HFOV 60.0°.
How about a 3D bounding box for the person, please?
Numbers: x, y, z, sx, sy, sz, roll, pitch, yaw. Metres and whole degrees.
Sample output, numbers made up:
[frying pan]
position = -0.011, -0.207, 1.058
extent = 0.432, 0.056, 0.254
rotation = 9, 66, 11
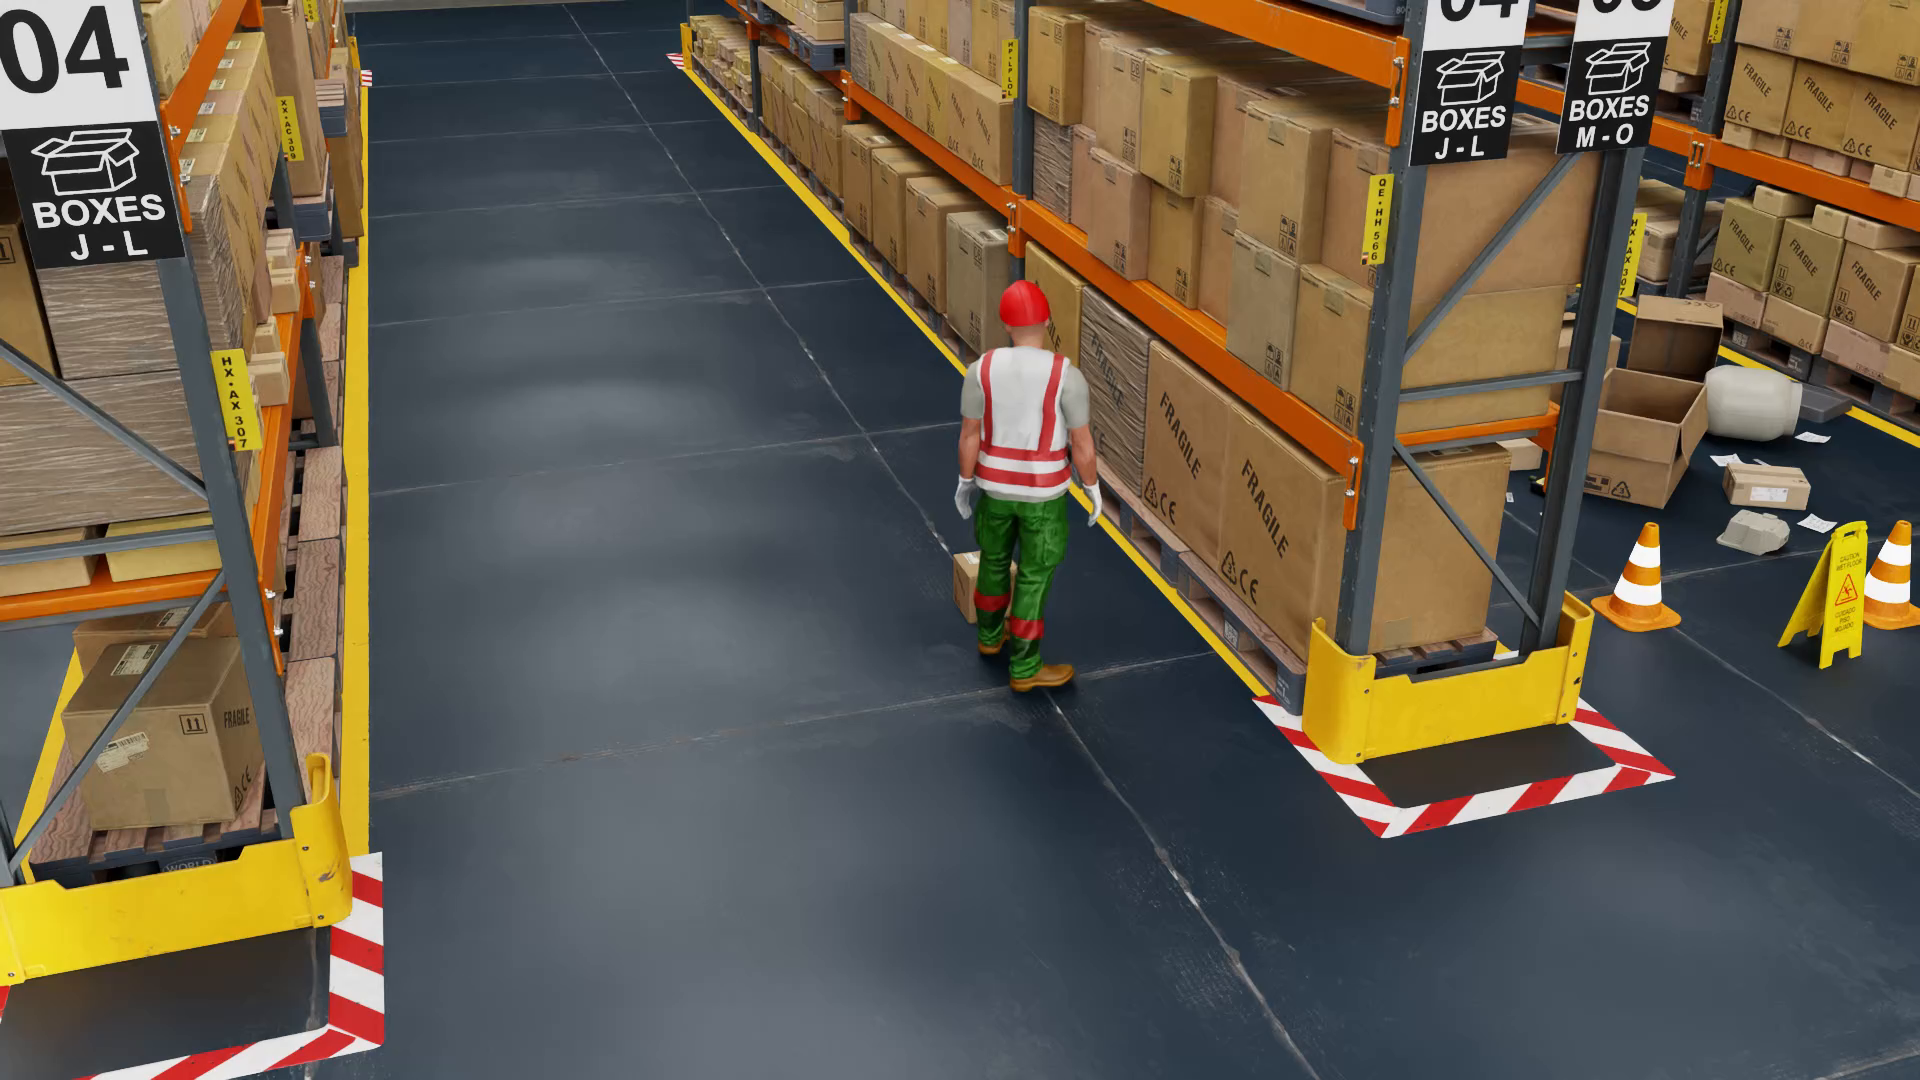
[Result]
[person]
position = 0.263, -0.305, 7.199
extent = 0.564, 1.789, 0.637
rotation = -2, 26, -4
